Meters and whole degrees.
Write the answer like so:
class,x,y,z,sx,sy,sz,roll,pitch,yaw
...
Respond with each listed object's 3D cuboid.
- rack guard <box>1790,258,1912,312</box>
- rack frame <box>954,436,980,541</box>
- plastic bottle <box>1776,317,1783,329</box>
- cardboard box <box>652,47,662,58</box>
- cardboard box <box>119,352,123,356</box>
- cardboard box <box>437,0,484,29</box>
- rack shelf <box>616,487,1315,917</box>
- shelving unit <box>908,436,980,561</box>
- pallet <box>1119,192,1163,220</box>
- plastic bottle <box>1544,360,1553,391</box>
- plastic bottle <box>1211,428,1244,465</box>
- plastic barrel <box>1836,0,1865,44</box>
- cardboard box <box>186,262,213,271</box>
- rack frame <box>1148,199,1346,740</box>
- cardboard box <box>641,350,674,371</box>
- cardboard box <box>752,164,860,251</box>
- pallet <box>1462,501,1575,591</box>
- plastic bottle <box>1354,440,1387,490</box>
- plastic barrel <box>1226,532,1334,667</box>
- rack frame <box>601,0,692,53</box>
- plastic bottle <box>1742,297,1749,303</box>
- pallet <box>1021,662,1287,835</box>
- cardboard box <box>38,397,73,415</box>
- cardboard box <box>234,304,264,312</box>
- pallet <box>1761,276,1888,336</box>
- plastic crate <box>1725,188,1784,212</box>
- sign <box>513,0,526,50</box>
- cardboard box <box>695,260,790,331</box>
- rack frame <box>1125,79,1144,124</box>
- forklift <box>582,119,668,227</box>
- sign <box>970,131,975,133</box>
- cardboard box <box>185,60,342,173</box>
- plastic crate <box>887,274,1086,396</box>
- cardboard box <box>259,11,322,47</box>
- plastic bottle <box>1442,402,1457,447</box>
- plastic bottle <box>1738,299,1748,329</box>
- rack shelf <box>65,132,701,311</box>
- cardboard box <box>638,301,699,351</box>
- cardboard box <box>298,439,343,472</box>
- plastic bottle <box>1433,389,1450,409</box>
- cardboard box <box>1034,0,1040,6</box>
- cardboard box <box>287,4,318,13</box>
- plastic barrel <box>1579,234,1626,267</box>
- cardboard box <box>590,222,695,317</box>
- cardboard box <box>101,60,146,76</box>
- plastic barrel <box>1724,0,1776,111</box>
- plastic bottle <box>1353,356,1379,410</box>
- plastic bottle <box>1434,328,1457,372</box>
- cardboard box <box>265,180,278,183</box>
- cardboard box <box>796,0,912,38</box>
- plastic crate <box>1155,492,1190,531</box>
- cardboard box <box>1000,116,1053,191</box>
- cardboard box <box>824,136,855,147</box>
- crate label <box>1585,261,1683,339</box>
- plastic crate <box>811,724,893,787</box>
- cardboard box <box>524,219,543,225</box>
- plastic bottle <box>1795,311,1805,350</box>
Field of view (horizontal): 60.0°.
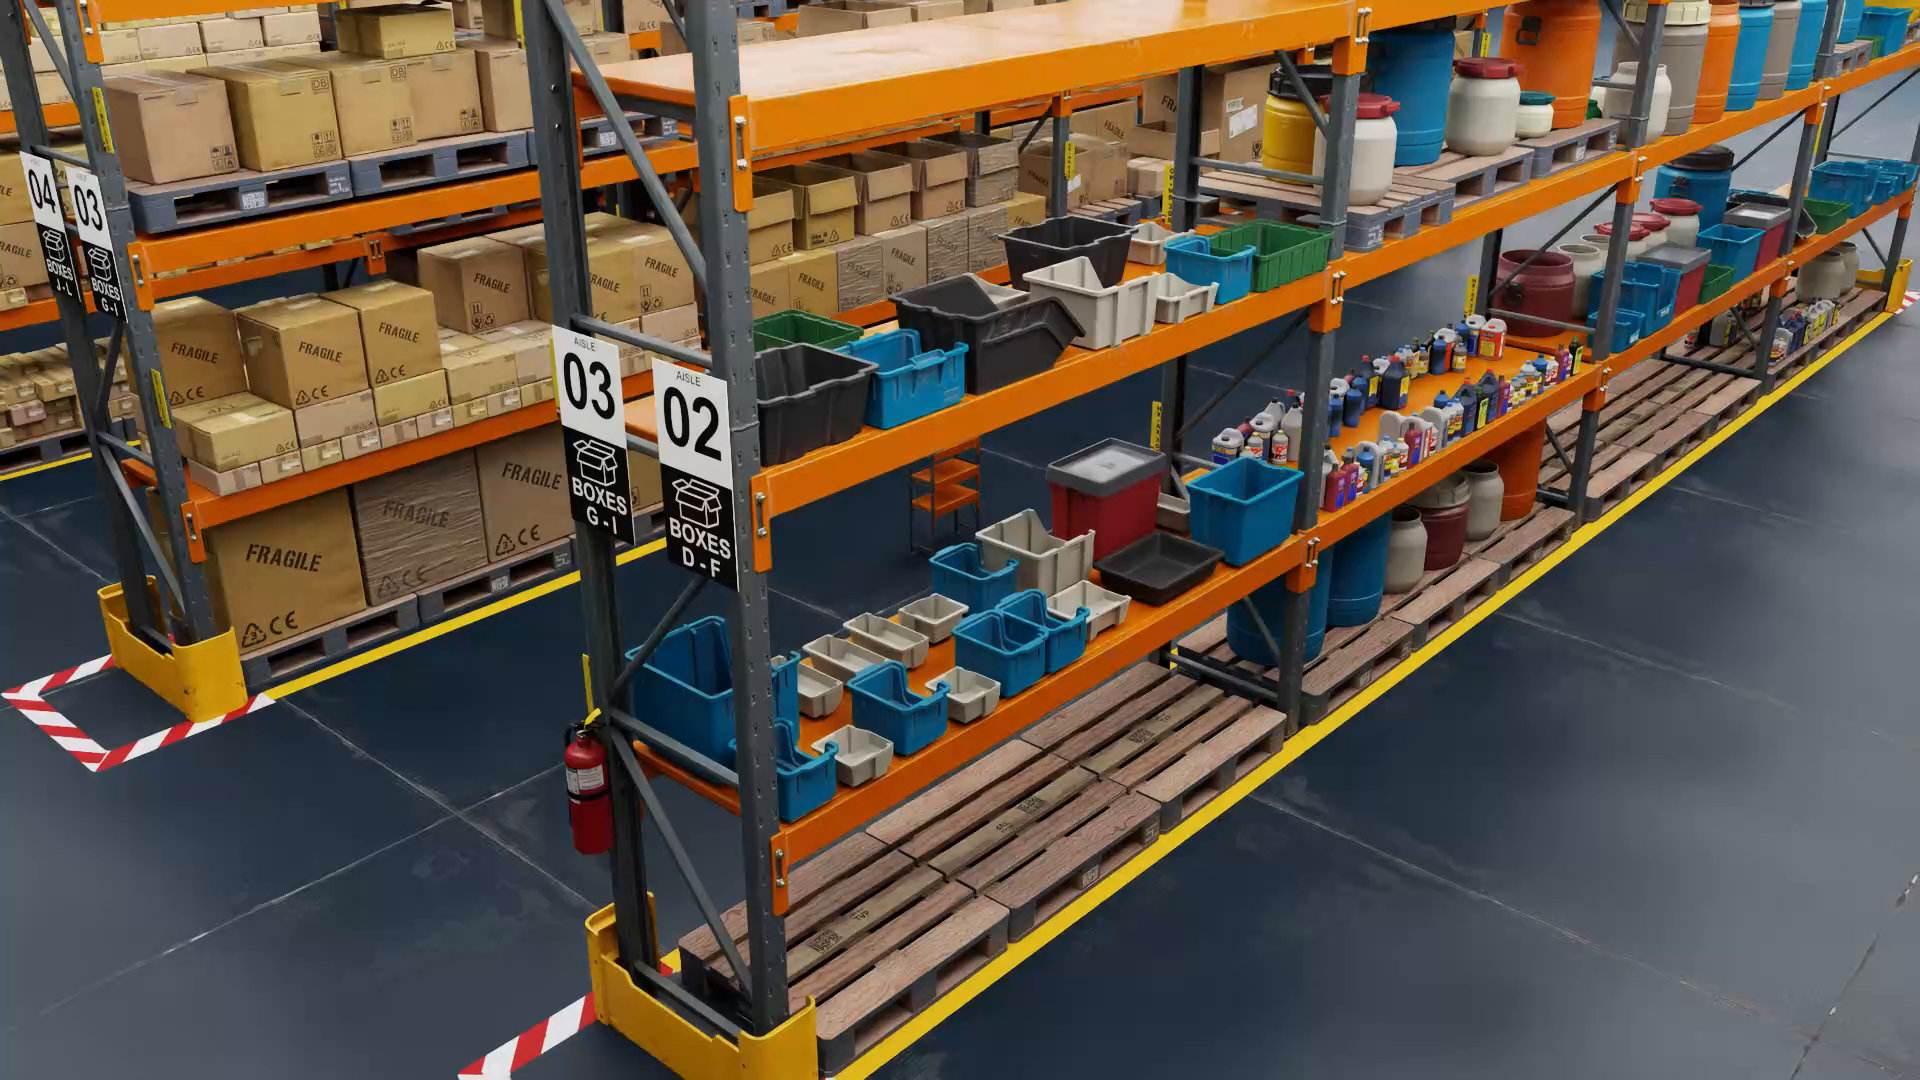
class,x,y,z,sx,sy,sz,roll,pitch,yaw
rack guard,9.554,-2.843,17.951,1.175,0.500,0.348,20,31,38
rack frame,0.052,-0.571,12.029,0.240,1.200,0.015,20,31,38
plastic bottle,7.640,-1.965,15.637,0.144,0.351,0.185,20,31,38
cardboard box,-4.306,-7.029,23.232,0.500,0.500,0.500,19,31,37
cardboard box,-6.957,-1.518,14.184,0.380,0.149,0.250,21,31,38
cardboard box,-4.625,-5.143,15.720,0.797,0.503,0.637,20,31,37
rack shelf,0.226,0.574,8.154,1.077,0.370,4.000,20,31,38
shelving unit,-0.110,-0.497,11.863,0.258,1.200,0.503,20,31,38
pallet,1.832,-3.461,16.509,1.003,0.211,1.213,20,31,38
plastic bottle,3.968,-1.122,11.300,0.097,0.201,0.097,0,24,0
plastic bottle,1.583,-0.515,9.856,0.152,0.276,0.135,20,31,38
plastic barrel,7.644,-4.864,14.611,0.600,0.901,0.708,20,31,38
cardboard box,-6.643,-2.436,14.296,0.380,0.149,0.250,20,31,37
rack frame,1.561,-0.364,9.366,1.000,3.000,0.127,20,31,38
cardboard box,-2.259,-1.340,11.851,0.380,0.149,0.250,21,32,38
cardboard box,-1.241,-2.622,13.055,0.797,0.503,0.637,21,31,38
pallet,3.735,-0.058,12.093,1.003,0.211,1.213,20,31,38
plastic bottle,2.397,-0.455,9.722,0.152,0.276,0.135,20,31,38
plastic barrel,1.936,0.241,10.068,0.600,0.901,0.708,20,31,38
rack frame,-2.128,-4.453,11.155,1.000,3.000,0.127,20,31,38
plastic bottle,7.832,-2.373,16.645,0.097,0.271,0.097,0,24,0
pallet,1.099,1.143,9.413,1.003,0.211,1.213,20,31,38
cardboard box,-7.561,-1.165,13.761,0.380,0.149,0.250,21,31,38
cardboard box,-6.498,-2.057,15.386,0.380,0.149,0.250,20,31,37
pallet,9.008,-2.465,17.461,1.003,0.211,1.213,20,31,38
plastic crate,7.436,-3.144,15.750,0.499,0.251,0.616,20,31,38
sign,-1.529,-1.880,5.810,0.100,0.325,0.005,20,31,38
cardboard box,-1.635,-1.834,12.522,0.500,0.500,0.500,20,31,38
rack frame,2.255,-6.757,23.626,1.000,3.000,0.127,20,31,38
forklift,-2.821,-2.885,15.074,1.130,2.935,3.031,19,31,36
sign,0.131,-3.572,15.204,0.100,0.325,0.005,20,31,38
cardboard box,-4.025,-2.460,9.618,0.700,0.500,0.500,19,30,36
plastic crate,0.115,-0.876,6.917,0.504,0.338,0.767,20,31,38
cardboard box,-5.873,-4.419,14.318,0.500,0.250,0.500,18,30,35
plastic bottle,3.024,-0.723,10.324,0.097,0.271,0.097,0,24,0
plastic bottle,7.650,-2.214,16.274,0.061,0.283,0.133,20,31,38
rack shelf,-3.463,-2.147,10.557,1.077,0.370,4.000,20,31,38
cardboard box,-2.227,-1.577,11.892,0.500,0.250,0.500,19,31,37
cardboard box,-3.974,-0.557,10.105,0.380,0.149,0.250,19,31,36
plastic bottle,3.046,-0.821,10.544,0.097,0.271,0.097,0,24,0
cardboard box,0.674,-4.791,14.840,0.500,0.500,0.500,21,32,39
cardboard box,-5.759,-4.641,14.325,0.380,0.149,0.250,18,30,35
plastic barrel,5.039,-2.133,13.176,0.421,0.512,0.421,0,24,0
cardboard box,-2.236,-1.912,11.723,0.500,0.500,0.500,21,32,39
cardboard box,-6.892,-3.724,13.377,0.500,0.250,0.500,20,31,37
plastic barrel,5.849,-3.786,12.719,0.600,0.901,0.708,20,31,38
plastic bottle,2.666,-1.046,10.948,0.144,0.351,0.185,20,31,38
plastic bottle,3.392,-1.341,11.698,0.152,0.276,0.135,20,31,38
cardboard box,-6.214,-2.900,14.537,0.500,0.500,0.500,19,30,36
cardboard box,-0.806,-3.914,12.978,0.797,0.503,0.637,20,31,37
plastic crate,1.144,-0.168,9.178,0.396,0.136,0.243,20,31,38
cardboard box,0.656,-5.209,22.256,0.875,0.875,0.875,20,31,38
cardboard box,-1.575,-4.889,19.336,0.500,0.500,0.500,20,31,37
crate label,5.095,-1.827,12.587,0.502,0.435,0.616,20,31,38
plastic crate,-0.423,0.888,6.824,0.250,0.136,0.298,20,31,38
cardboard box,-4.403,-3.267,17.467,0.500,0.250,0.500,20,31,38
plastic bottle,7.874,-1.983,15.678,0.144,0.351,0.185,19,30,35
